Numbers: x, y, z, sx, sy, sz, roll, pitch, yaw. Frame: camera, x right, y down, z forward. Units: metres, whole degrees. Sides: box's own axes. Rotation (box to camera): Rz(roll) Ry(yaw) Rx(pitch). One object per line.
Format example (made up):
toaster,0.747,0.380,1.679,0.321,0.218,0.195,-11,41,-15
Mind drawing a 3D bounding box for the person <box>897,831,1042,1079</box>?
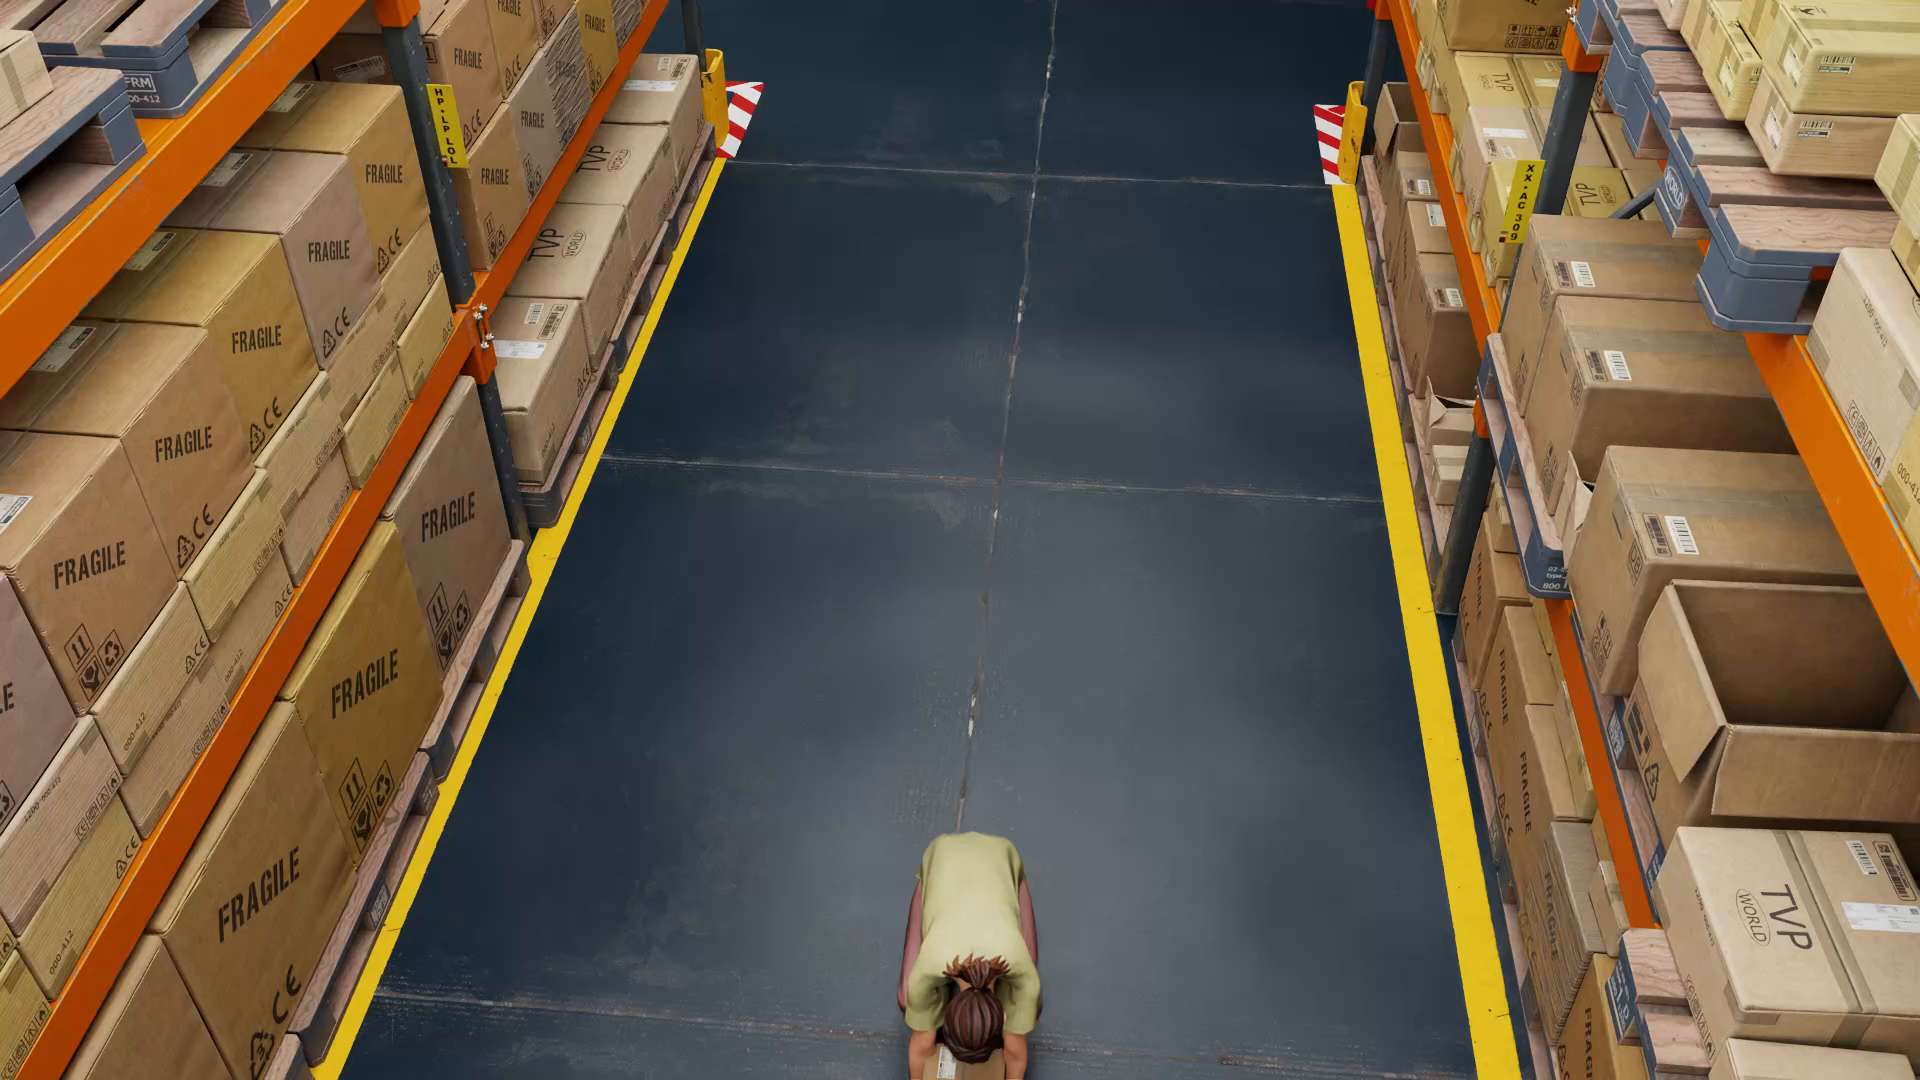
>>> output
person,0.036,1.377,5.264,0.457,0.756,0.864,2,40,3
